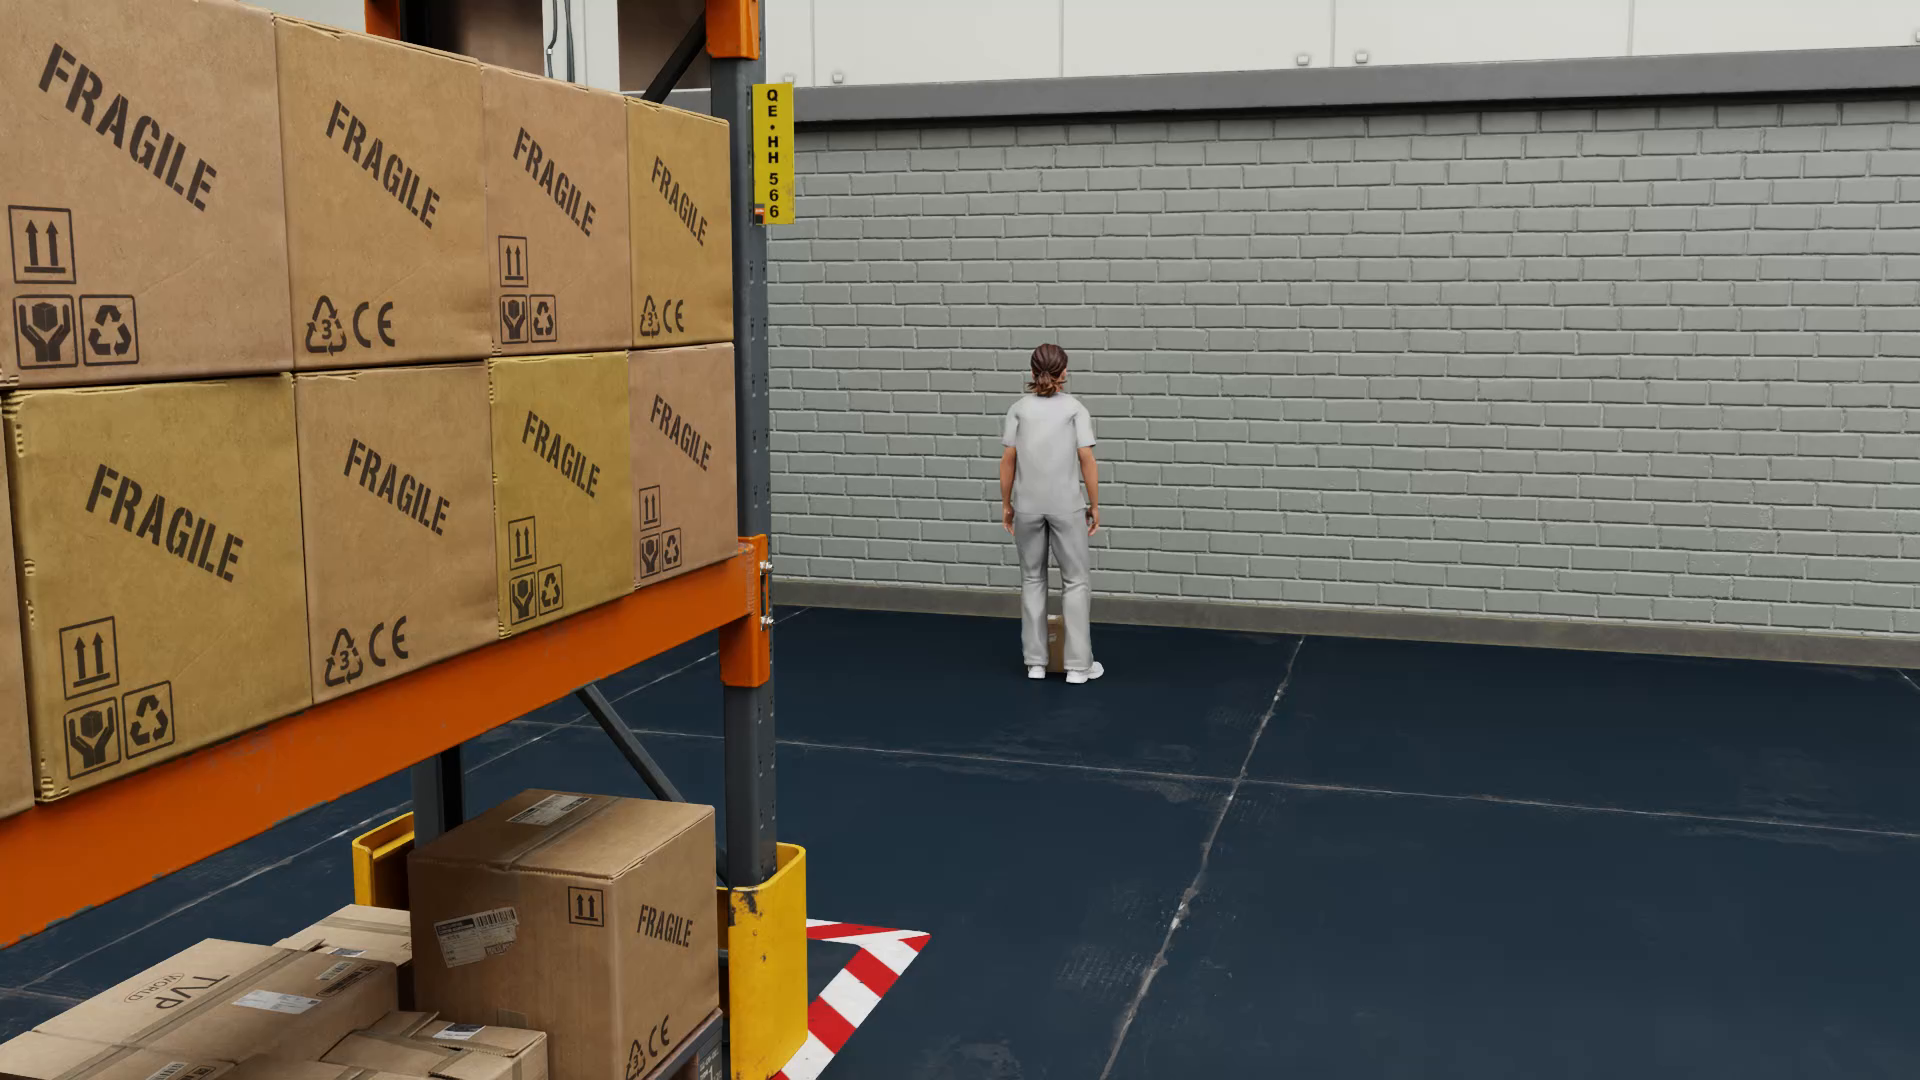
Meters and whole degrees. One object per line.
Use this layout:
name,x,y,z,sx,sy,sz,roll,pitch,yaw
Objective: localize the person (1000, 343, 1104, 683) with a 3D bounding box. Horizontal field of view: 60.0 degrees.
person,0.457,-0.138,8.274,0.508,1.673,0.407,2,9,14
